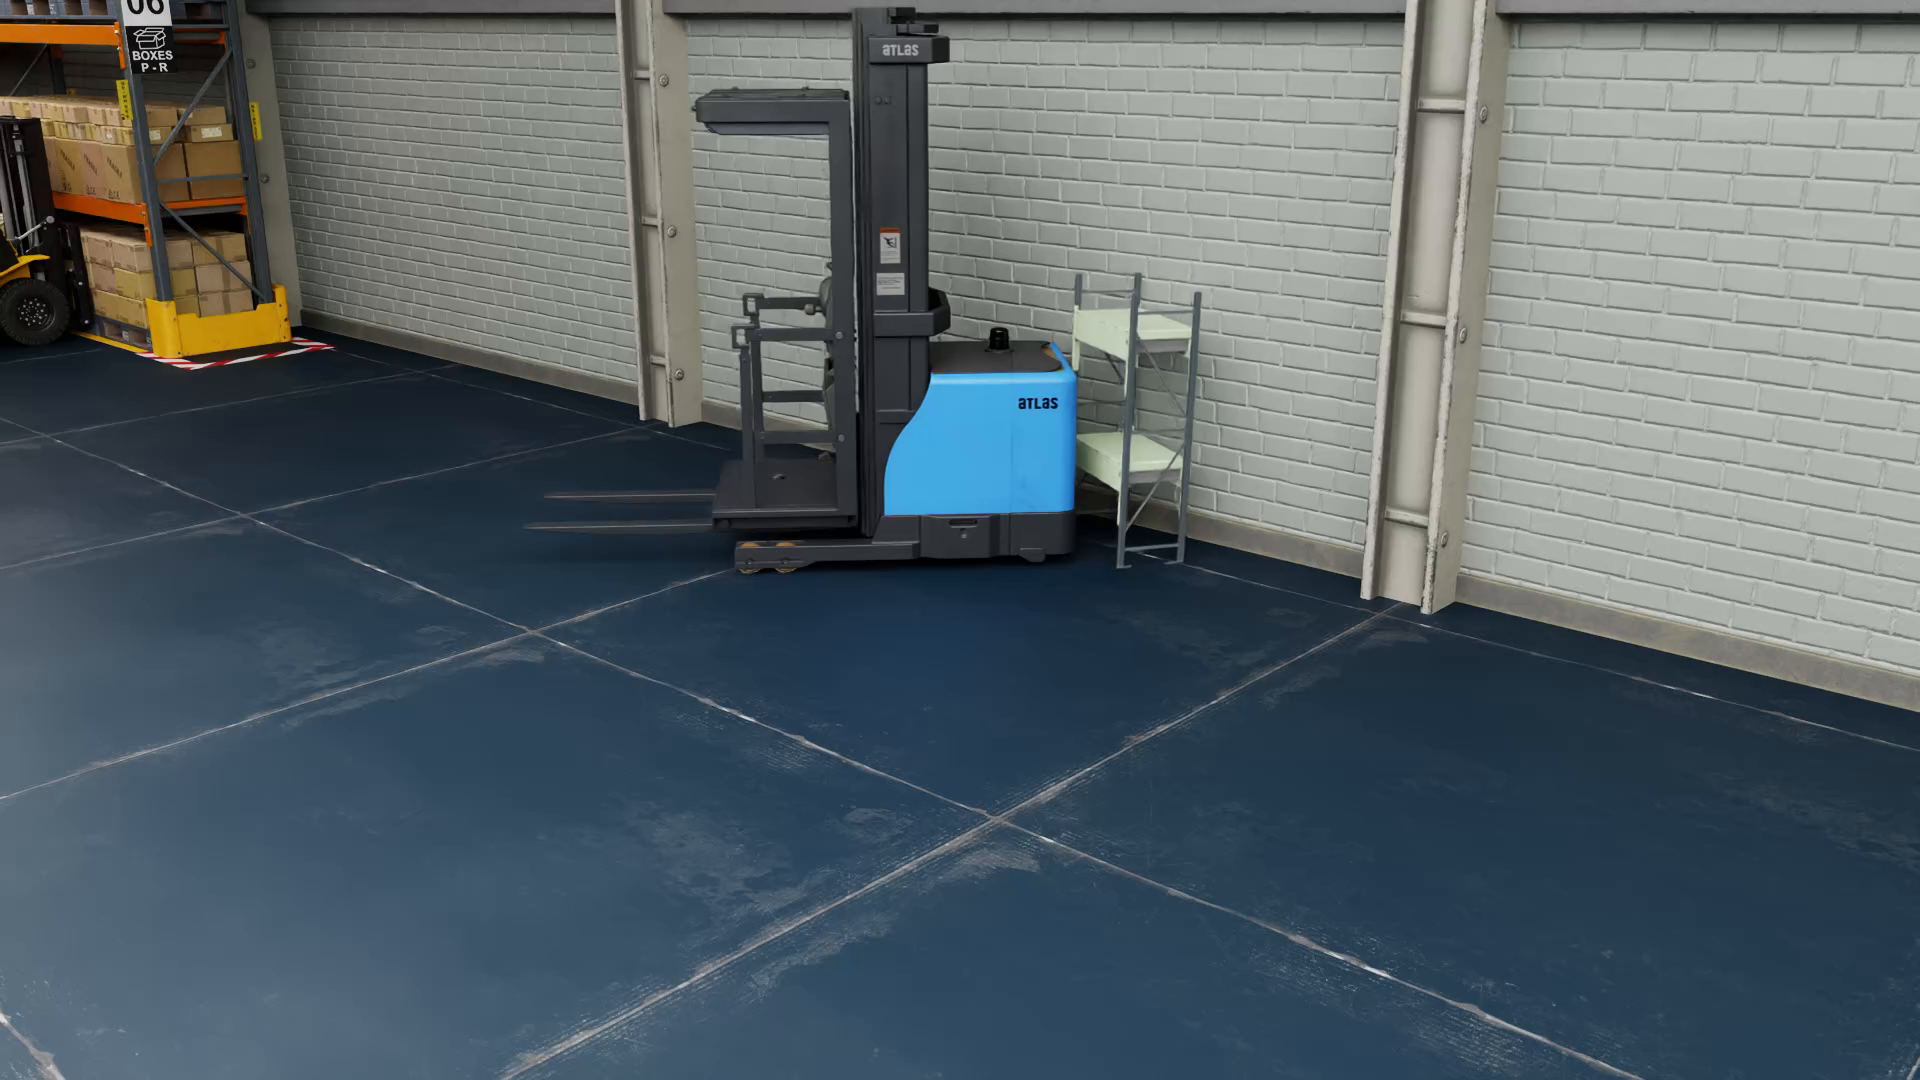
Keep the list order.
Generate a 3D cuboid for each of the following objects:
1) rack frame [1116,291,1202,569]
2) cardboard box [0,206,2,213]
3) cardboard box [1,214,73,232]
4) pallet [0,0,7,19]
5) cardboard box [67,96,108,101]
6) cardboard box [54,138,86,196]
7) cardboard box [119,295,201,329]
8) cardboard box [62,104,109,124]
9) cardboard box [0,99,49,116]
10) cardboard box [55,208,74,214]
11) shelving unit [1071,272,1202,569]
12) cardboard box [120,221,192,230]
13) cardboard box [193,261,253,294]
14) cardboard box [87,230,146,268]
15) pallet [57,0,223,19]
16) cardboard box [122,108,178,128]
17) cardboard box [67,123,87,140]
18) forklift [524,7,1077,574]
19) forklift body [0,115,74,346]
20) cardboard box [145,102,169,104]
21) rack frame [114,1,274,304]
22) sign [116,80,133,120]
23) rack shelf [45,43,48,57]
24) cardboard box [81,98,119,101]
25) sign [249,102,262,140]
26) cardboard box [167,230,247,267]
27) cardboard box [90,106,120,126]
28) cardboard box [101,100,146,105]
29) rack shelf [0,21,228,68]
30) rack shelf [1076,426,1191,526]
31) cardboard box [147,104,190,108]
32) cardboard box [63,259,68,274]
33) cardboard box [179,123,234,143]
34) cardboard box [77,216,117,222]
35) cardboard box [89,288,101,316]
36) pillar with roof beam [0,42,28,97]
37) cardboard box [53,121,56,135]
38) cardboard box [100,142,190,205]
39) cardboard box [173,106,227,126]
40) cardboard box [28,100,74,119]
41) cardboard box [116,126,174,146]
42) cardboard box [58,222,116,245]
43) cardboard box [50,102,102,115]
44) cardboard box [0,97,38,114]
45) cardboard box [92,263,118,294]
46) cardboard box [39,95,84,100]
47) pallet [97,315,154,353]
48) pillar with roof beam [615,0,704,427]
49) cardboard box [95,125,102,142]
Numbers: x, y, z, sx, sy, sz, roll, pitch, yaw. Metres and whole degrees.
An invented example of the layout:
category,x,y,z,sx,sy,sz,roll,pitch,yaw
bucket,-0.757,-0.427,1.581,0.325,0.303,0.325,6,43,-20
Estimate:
category,x,y,z,sx,sy,sz,roll,pitch,yaw
rack frame,1.065,-0.579,8.934,0.400,1.500,0.023,-5,18,-19
cardboard box,-10.683,-3.323,18.354,0.625,0.625,0.875,15,23,39
cardboard box,-9.181,-3.088,16.580,0.500,0.250,0.500,15,23,39
pallet,-9.055,-5.217,16.278,1.213,0.211,1.003,15,23,39
cardboard box,-8.675,-4.351,16.635,0.250,0.149,0.380,14,23,38
cardboard box,-8.026,-3.487,15.476,0.500,0.500,0.500,14,23,38
cardboard box,-7.280,-2.104,15.133,0.500,0.250,0.500,15,23,40
cardboard box,-7.951,-3.897,15.203,0.250,0.149,0.380,16,23,41
cardboard box,-9.092,-4.206,16.176,0.250,0.149,0.380,16,23,40
cardboard box,-9.214,-3.306,17.267,0.500,0.250,0.500,16,23,40
shelving unit,0.942,-0.682,9.263,0.431,1.500,0.755,-5,18,-19
cardboard box,-7.696,-2.899,15.986,0.500,0.250,0.500,15,23,39
cardboard box,-6.933,-2.461,15.431,0.500,0.250,0.500,16,23,40
cardboard box,-7.656,-2.681,15.298,0.500,0.250,0.500,16,23,40
pallet,-7.230,-4.727,14.734,1.213,0.211,1.003,15,23,39
cardboard box,-7.127,-3.714,14.627,0.250,0.149,0.380,15,23,39
cardboard box,-7.937,-3.760,15.264,0.250,0.149,0.380,14,22,38
forklift,-0.895,-1.380,9.113,3.031,2.935,1.130,-1,18,-4
forklift body,-9.348,-2.755,14.736,1.214,2.155,2.313,15,23,39
cardboard box,-7.597,-4.016,15.578,0.250,0.149,0.380,16,24,41
rack frame,-6.719,-3.191,14.709,0.127,3.000,1.000,15,23,39
sign,-7.089,-3.736,14.120,0.005,0.325,0.100,15,23,39
rack shelf,-11.206,-5.483,18.160,4.000,0.370,1.077,15,23,39
cardboard box,-8.335,-4.233,16.261,0.250,0.149,0.380,15,23,39
sign,-6.346,-3.766,14.958,0.005,0.325,0.100,15,23,39
cardboard box,-6.953,-2.697,15.349,0.500,0.250,0.500,15,23,38
cardboard box,-7.545,-3.803,14.907,0.250,0.149,0.380,16,23,40
cardboard box,-7.966,-4.123,15.914,0.250,0.149,0.380,15,23,40
rack shelf,-8.215,-4.680,15.629,4.000,0.370,1.077,15,23,39
rack shelf,0.934,-0.371,9.358,0.431,0.370,0.720,-5,18,-19
cardboard box,-7.208,-3.916,15.262,0.250,0.149,0.380,16,23,40
cardboard box,-8.430,-2.649,16.026,0.500,0.250,0.500,15,23,39
cardboard box,-6.800,-3.675,14.995,0.250,0.149,0.380,14,23,38
cardboard box,-8.456,-3.103,16.628,0.500,0.250,0.500,15,23,40
cardboard box,-8.014,-2.308,15.777,0.500,0.250,0.500,15,23,40
pillar with roof beam,-13.986,-6.625,15.611,0.400,9.000,9.100,15,23,39
cardboard box,-8.267,-3.877,15.631,0.250,0.149,0.380,15,23,39
cardboard box,-7.261,-3.278,14.818,0.500,0.500,0.500,14,23,38
cardboard box,-6.828,-3.806,14.915,0.250,0.149,0.380,14,23,38
cardboard box,-8.653,-4.121,15.909,0.250,0.149,0.380,15,23,39
cardboard box,-7.164,-3.554,14.615,0.250,0.149,0.380,15,23,40
cardboard box,-8.414,-2.883,15.936,0.500,0.250,0.500,14,23,38
cardboard box,-8.278,-4.021,15.593,0.250,0.149,0.380,15,23,40
cardboard box,-9.402,-4.334,16.579,0.250,0.149,0.380,15,23,40
cardboard box,-7.658,-2.449,15.395,0.500,0.250,0.500,15,23,39
cardboard box,-9.111,-4.438,16.906,0.250,0.149,0.380,14,23,38
pallet,-7.318,-2.006,15.584,1.213,0.211,1.003,15,23,39
pillar with roof beam,-5.011,-4.216,8.019,0.400,9.000,9.100,15,23,39
cardboard box,-7.528,-3.665,14.963,0.250,0.149,0.380,16,23,40
